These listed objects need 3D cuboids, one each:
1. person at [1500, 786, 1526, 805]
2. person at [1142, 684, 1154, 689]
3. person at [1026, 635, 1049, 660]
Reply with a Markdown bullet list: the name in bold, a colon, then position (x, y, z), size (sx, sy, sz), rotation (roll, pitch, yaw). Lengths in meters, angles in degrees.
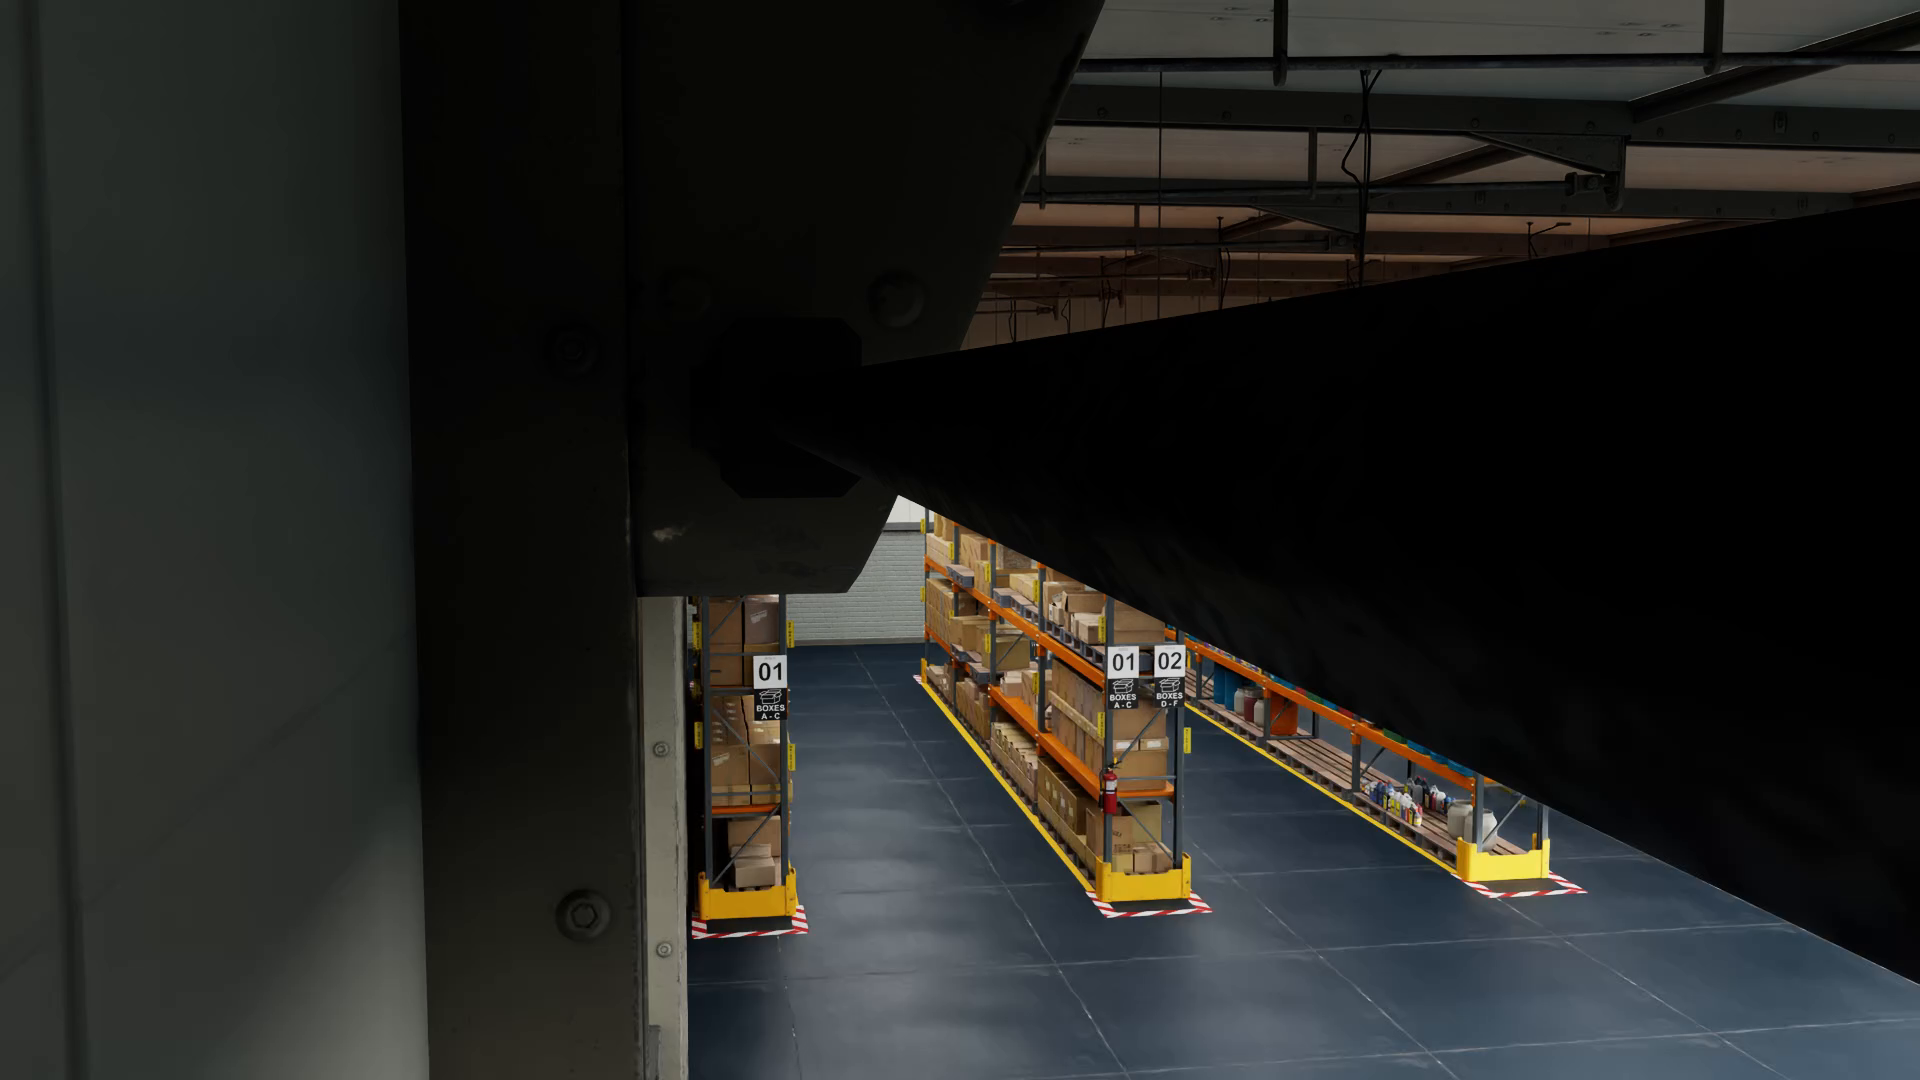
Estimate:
- **person**: position (8.638, 3.183, 25.830), size (0.596, 1.729, 0.975), rotation (-1, 5, -11)
- **person**: position (3.828, 2.606, 33.322), size (0.420, 1.530, 0.961), rotation (-2, 5, -20)
- **person**: position (1.867, 1.975, 39.400), size (0.492, 1.809, 0.625), rotation (-3, 6, -34)
